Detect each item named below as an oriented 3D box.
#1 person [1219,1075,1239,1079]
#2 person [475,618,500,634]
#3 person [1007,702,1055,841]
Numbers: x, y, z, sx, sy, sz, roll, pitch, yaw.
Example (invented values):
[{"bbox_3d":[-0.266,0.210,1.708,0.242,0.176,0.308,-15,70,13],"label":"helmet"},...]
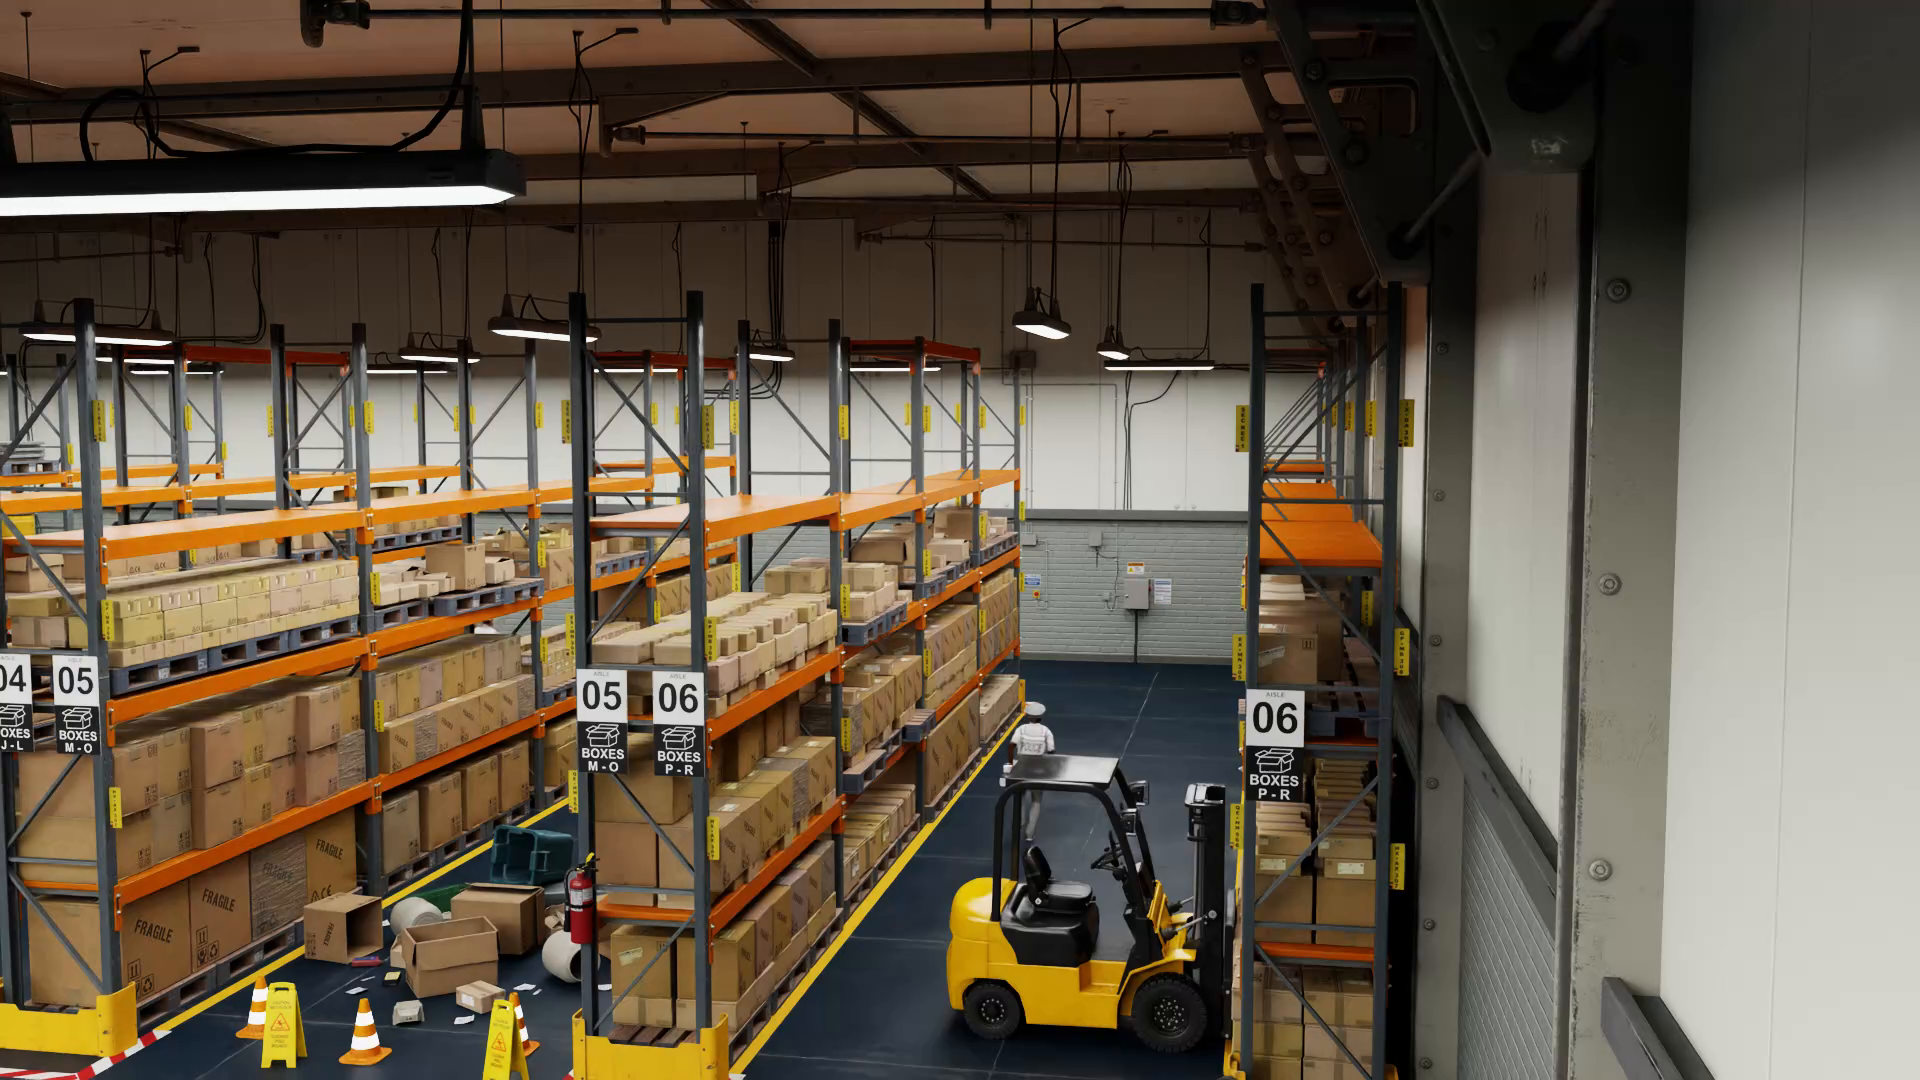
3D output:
[{"bbox_3d":[1.374,3.636,8.838,1.019,1.601,0.474,-3,6,-33],"label":"person"},{"bbox_3d":[-7.912,2.048,27.651,0.565,1.771,0.464,1,5,9],"label":"person"},{"bbox_3d":[0.857,2.770,20.034,0.554,1.587,0.720,1,5,12],"label":"person"}]
